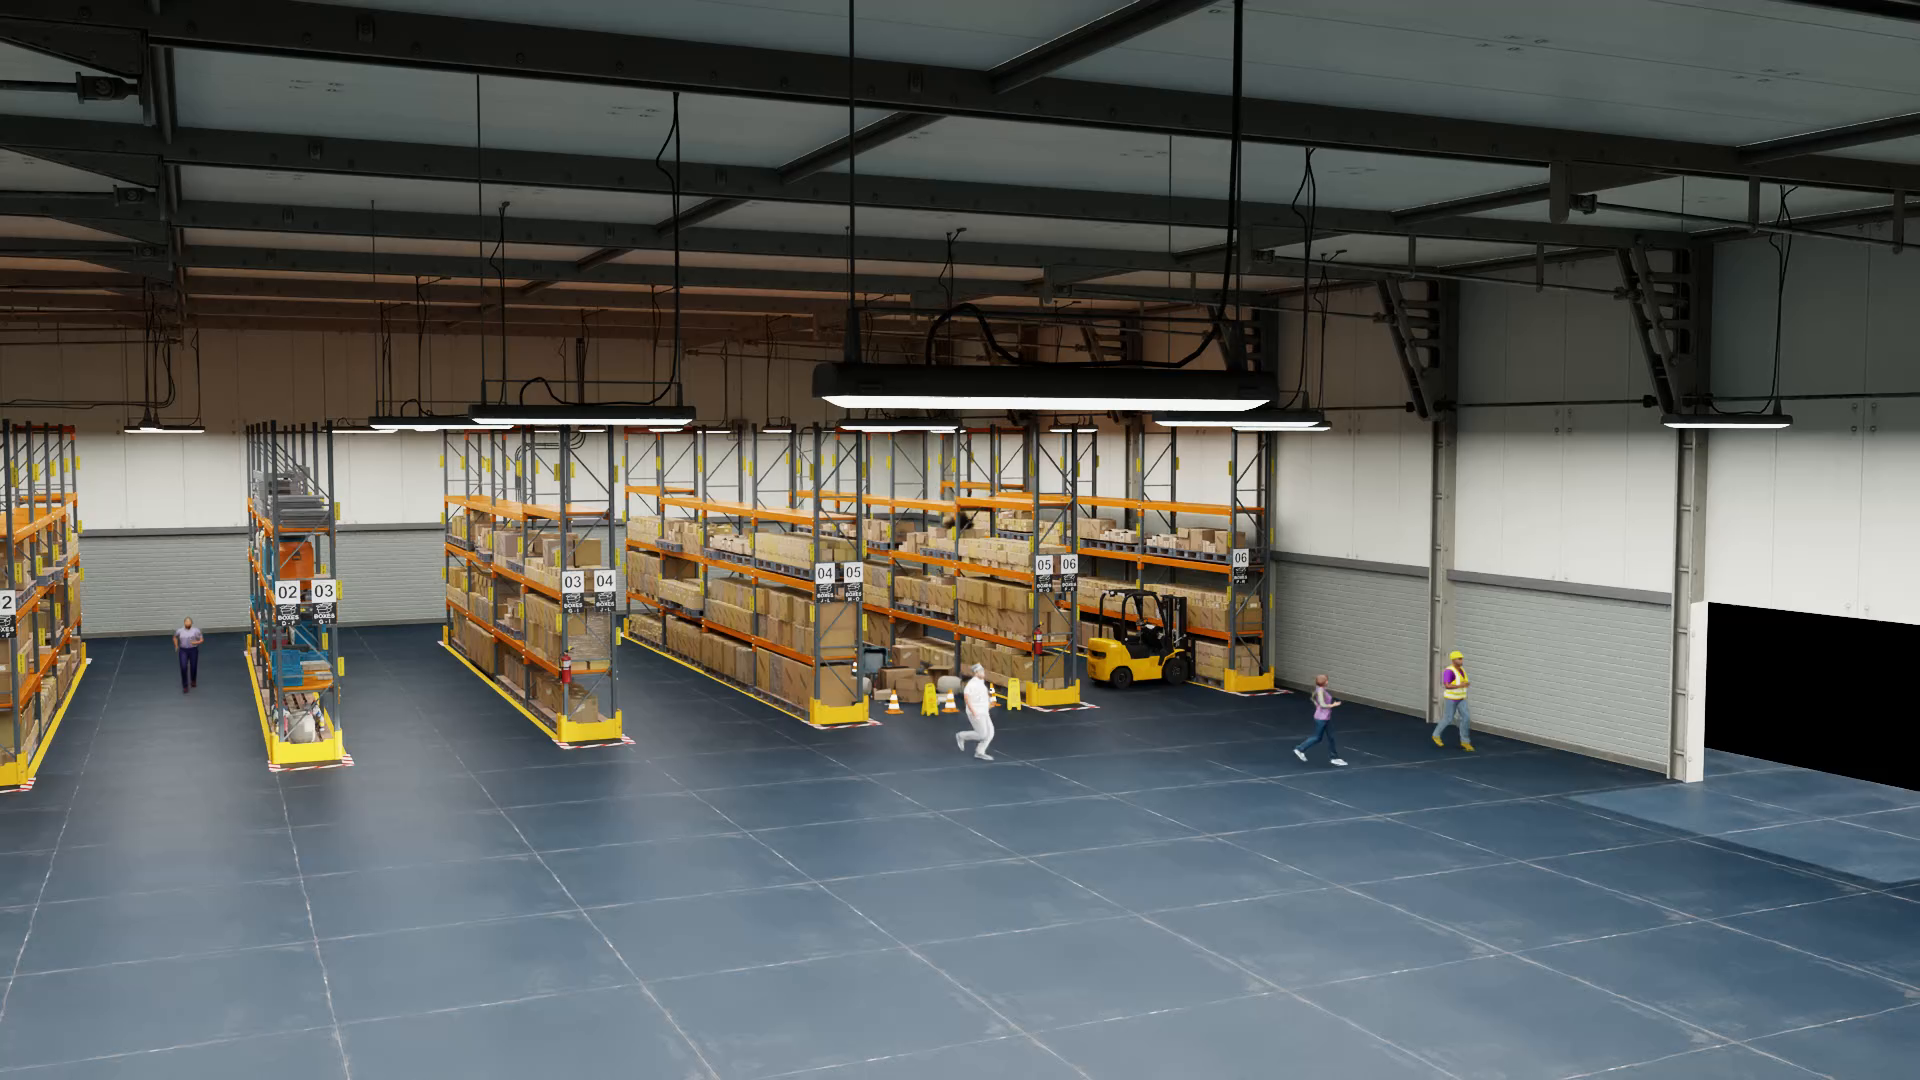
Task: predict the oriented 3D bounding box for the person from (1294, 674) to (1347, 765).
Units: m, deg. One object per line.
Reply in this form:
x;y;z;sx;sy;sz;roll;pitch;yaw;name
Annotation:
6.259;3.104;28.799;0.895;1.583;0.539;1;4;18;person

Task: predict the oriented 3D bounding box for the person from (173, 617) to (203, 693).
-17.305;2.552;37.313;0.610;1.657;0.896;-2;4;-25;person

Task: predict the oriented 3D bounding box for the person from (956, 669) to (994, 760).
0.276;3.051;29.457;0.633;1.666;0.667;1;4;20;person

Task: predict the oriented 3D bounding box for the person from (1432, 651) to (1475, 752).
9.005;2.929;30.345;0.703;1.823;0.833;-3;4;-36;person
